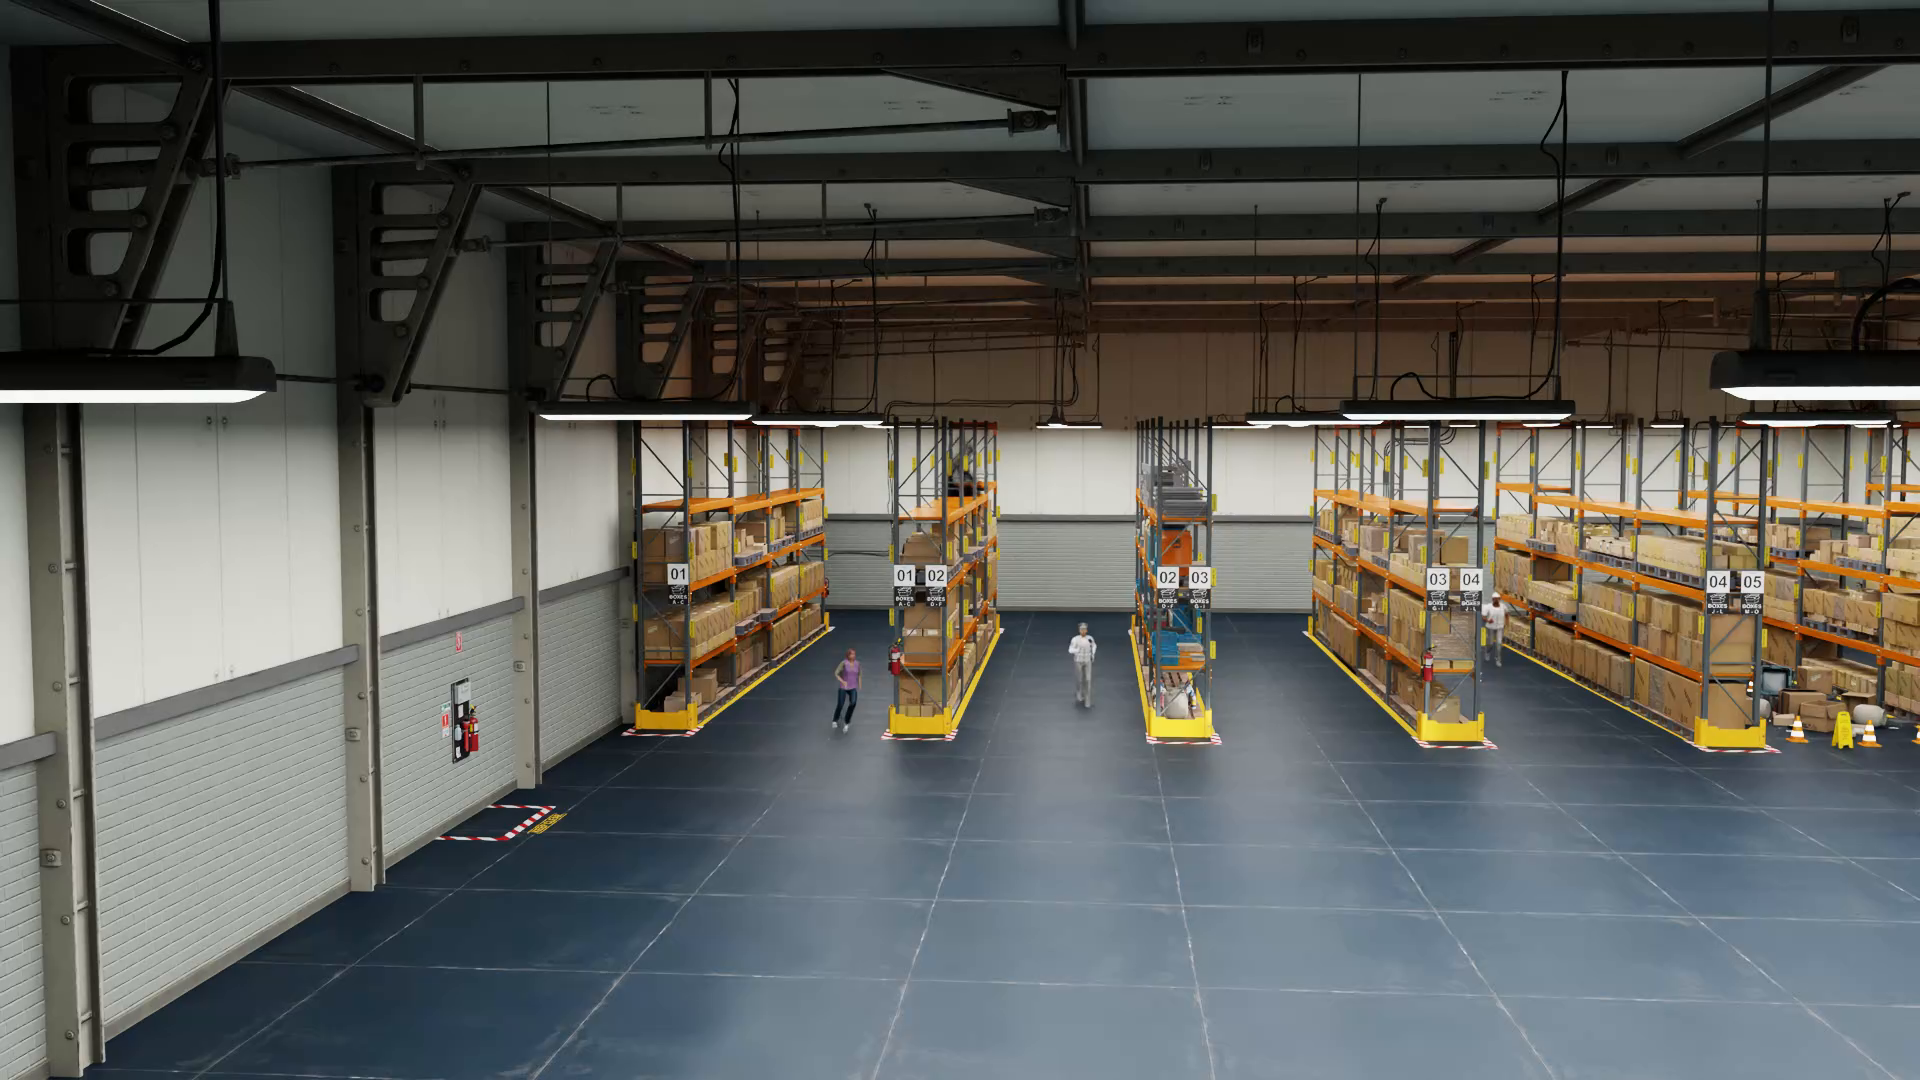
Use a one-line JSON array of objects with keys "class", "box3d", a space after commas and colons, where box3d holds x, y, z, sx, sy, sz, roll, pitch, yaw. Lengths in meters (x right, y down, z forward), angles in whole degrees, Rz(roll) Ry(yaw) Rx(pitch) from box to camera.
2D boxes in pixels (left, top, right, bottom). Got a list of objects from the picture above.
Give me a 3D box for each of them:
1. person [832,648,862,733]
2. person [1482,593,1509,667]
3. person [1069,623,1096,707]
[{"class": "person", "box3d": [-2.132, 2.864, 31.841, 0.602, 1.594, 0.621, -1, 4, -19]}, {"class": "person", "box3d": [13.133, 2.173, 40.819, 0.724, 1.779, 0.866, 0, 4, 4]}, {"class": "person", "box3d": [2.578, 2.575, 34.790, 0.605, 1.708, 0.852, 0, 4, -3]}]
